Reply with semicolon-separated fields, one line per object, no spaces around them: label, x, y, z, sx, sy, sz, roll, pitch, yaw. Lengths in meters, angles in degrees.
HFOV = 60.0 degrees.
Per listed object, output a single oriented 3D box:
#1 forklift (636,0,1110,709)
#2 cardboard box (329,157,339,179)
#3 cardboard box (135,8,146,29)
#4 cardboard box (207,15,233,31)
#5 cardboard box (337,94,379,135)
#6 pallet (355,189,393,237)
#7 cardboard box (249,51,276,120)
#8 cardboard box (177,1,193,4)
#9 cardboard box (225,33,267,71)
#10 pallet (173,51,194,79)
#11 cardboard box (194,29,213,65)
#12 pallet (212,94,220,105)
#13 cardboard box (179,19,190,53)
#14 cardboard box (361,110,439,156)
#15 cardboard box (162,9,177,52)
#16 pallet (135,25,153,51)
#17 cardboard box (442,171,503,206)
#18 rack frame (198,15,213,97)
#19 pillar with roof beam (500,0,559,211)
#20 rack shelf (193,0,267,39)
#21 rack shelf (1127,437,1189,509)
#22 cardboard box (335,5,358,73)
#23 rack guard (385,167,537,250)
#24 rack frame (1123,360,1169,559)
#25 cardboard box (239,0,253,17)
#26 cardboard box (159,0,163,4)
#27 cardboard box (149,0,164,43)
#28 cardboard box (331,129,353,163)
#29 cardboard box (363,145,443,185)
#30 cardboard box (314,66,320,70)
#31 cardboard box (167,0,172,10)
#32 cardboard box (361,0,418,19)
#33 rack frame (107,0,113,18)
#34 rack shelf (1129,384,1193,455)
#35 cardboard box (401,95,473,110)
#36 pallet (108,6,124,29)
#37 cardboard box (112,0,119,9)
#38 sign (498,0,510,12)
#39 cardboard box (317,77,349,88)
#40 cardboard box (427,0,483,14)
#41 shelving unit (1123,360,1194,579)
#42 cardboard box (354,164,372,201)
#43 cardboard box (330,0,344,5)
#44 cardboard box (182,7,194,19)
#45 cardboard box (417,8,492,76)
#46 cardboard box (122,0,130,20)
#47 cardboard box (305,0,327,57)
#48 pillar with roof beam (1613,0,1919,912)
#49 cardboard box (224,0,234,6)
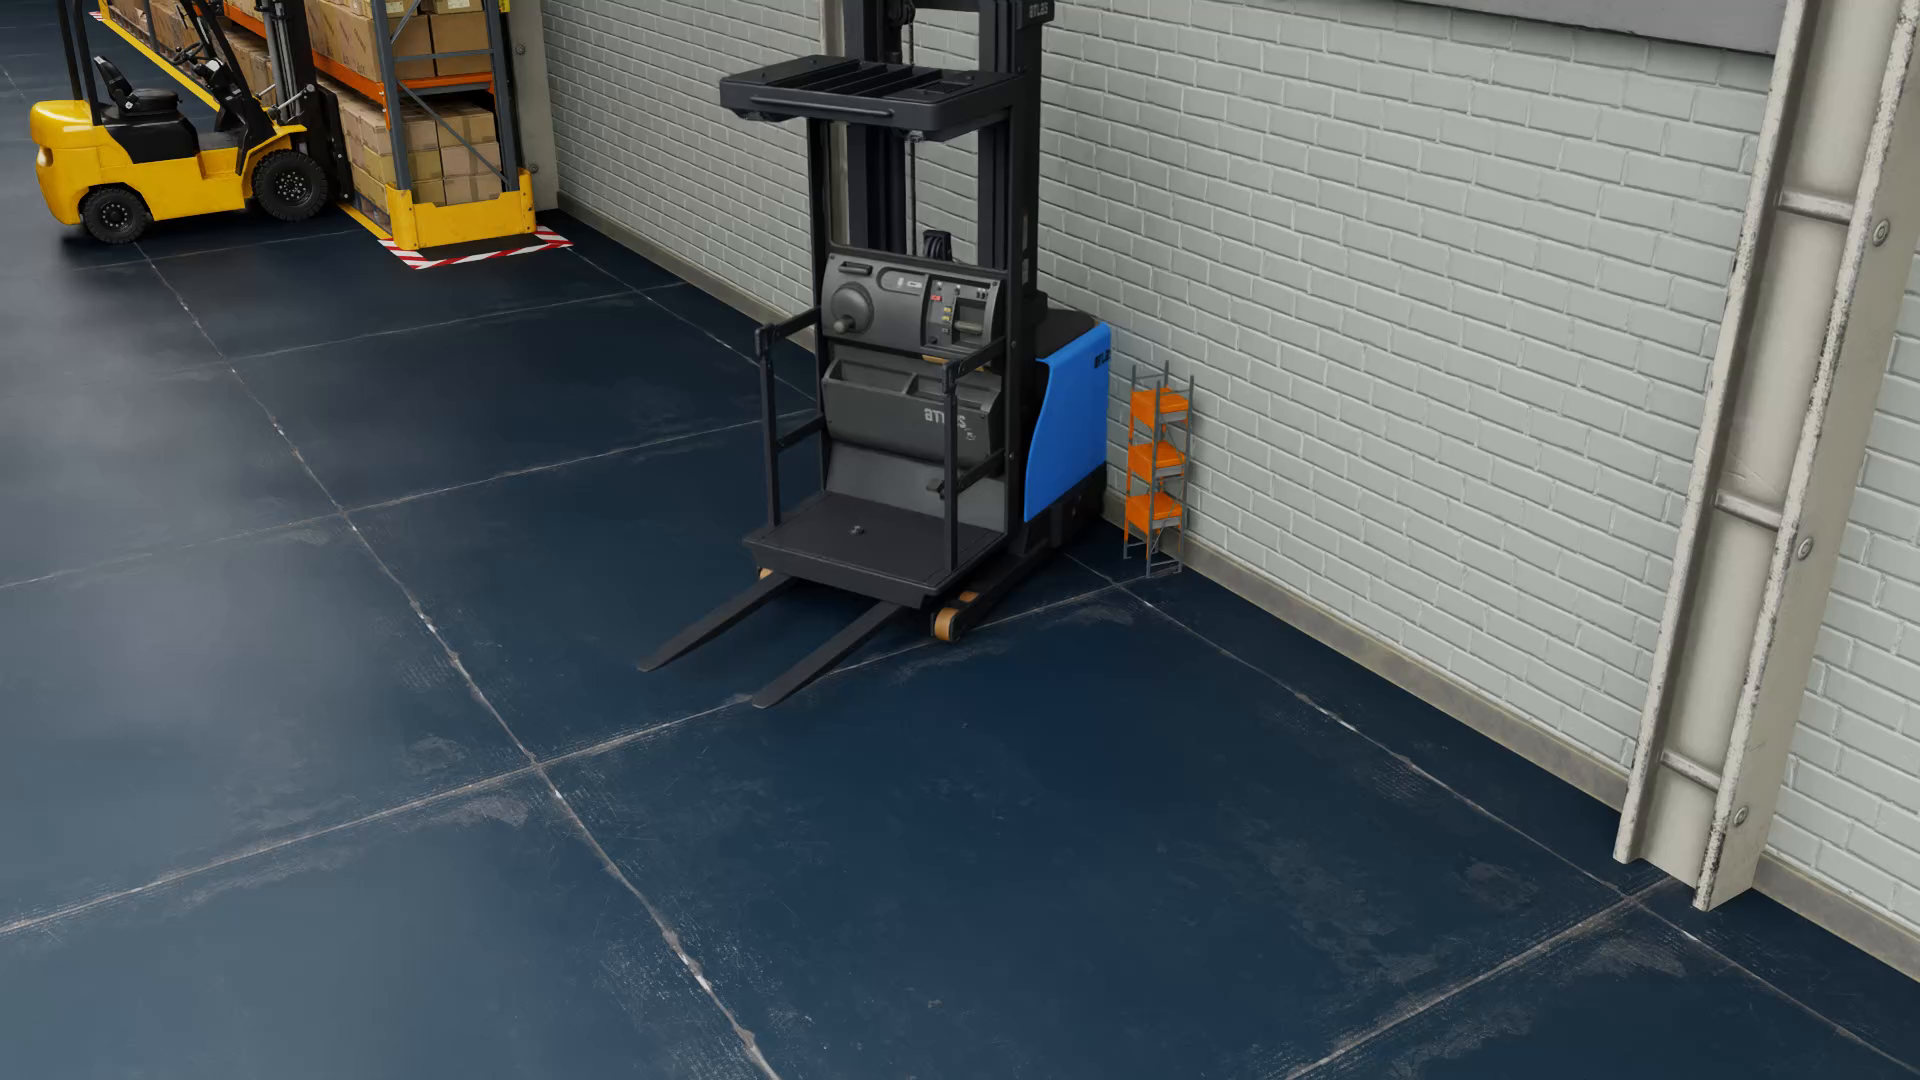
forklift;-0.340;-1.069;7.582;1.130;2.935;3.031;14;29;27
cardboard box;-5.598;-3.550;15.485;0.500;0.250;0.500;-15;29;-28
cardboard box;-11.541;-7.471;23.774;0.396;0.266;0.258;-14;29;-28
cardboard box;-9.094;-6.299;20.256;0.380;0.149;0.250;-17;30;-32
cardboard box;-5.325;-3.817;14.880;0.500;0.250;0.500;-15;29;-29
pallet;-4.698;-2.970;14.794;1.003;0.211;1.213;-16;29;-30
cardboard box;-7.140;-4.977;18.070;0.875;0.625;0.625;-16;30;-30
cardboard box;-9.886;-6.880;21.486;0.380;0.149;0.250;-15;29;-29
cardboard box;-7.920;-5.487;19.148;0.875;0.625;0.625;-14;29;-28
pallet;-9.650;-6.279;21.805;1.003;0.211;1.213;-16;29;-30
cardboard box;-9.023;-5.989;20.360;0.500;0.500;0.500;-15;29;-28
pallet;-8.196;-5.264;19.654;1.003;0.211;1.213;-16;29;-30
cardboard box;-9.576;-6.357;21.139;0.500;0.500;0.500;-14;29;-27
cardboard box;-4.758;-3.458;14.119;0.500;0.250;0.500;-14;29;-28
cardboard box;-10.153;-6.726;21.920;0.500;0.500;0.500;-17;30;-31
pallet;-11.170;-7.244;23.848;1.003;0.211;1.213;-16;29;-30
cardboard box;-4.350;-3.135;14.606;0.500;0.250;0.500;-15;29;-29
rack frame;-8.612;-6.829;19.702;1.000;3.000;0.127;-16;29;-30
pillar with roof beam;-7.477;-6.136;11.207;9.100;9.000;0.400;-16;29;-30
rack shelf;-7.521;-5.788;18.340;1.077;0.370;4.000;-16;29;-30
rack shelf;0.979;-0.335;8.255;0.215;0.259;0.240;-10;27;-21
cardboard box;-5.009;-4.315;14.260;0.500;0.500;0.500;-15;29;-28
rack guard;-4.232;-2.828;14.156;1.175;0.500;0.348;-16;29;-30
rack frame;0.932;-0.393;8.352;0.200;1.050;0.008;-10;27;-21
cardboard box;-7.202;-5.628;17.334;0.500;0.250;0.500;-16;29;-30
cardboard box;-10.607;-7.341;22.463;0.380;0.149;0.250;-16;30;-31
cardboard box;-10.721;-7.093;22.699;0.500;0.500;0.500;-14;29;-27
cardboard box;-5.337;-3.603;15.011;0.500;0.250;0.500;-16;30;-31
cardboard box;-4.773;-3.241;14.245;0.500;0.250;0.500;-16;30;-30
cardboard box;-6.428;-4.551;16.433;0.500;0.250;0.500;-16;30;-30
cardboard box;-10.191;-7.059;21.865;0.380;0.149;0.250;-16;29;-30
cardboard box;-4.669;-4.365;13.605;0.380;0.149;0.250;-15;29;-29
rack frame;-12.980;-9.690;25.763;1.000;3.000;0.127;-16;29;-30
rack shelf;0.979;-0.592;8.134;0.215;0.259;0.240;-10;27;-21
cardboard box;-4.625;-3.760;14.759;0.500;0.250;0.500;-15;29;-29
pallet;-12.502;-8.117;25.697;1.003;0.211;1.213;-16;29;-30
cardboard box;-12.725;-8.510;25.696;0.797;0.503;0.637;-17;30;-32
sign;-3.777;-4.522;13.708;0.100;0.325;0.005;-16;29;-30
cardboard box;-5.876;-4.190;15.670;0.500;0.250;0.500;-14;29;-28
cardboard box;-4.213;-4.488;13.865;0.380;0.149;0.250;-16;30;-31
shelving unit;0.979;-0.345;8.251;0.215;1.050;0.252;-10;27;-21
cardboard box;-5.030;-3.188;14.719;0.500;0.250;0.500;-16;29;-30
cardboard box;-5.235;-4.732;14.383;0.380;0.149;0.250;-17;30;-31
cardboard box;-9.619;-6.688;21.080;0.380;0.149;0.250;-16;30;-30
cardboard box;-4.283;-4.254;14.131;0.500;0.500;0.500;-14;29;-28
cardboard box;-12.086;-7.982;24.580;0.500;0.500;0.500;-15;29;-29
cardboard box;-5.573;-4.676;15.023;0.500;0.500;0.500;-15;29;-29
pillar with roof beam;-0.926;-1.844;2.115;9.100;9.000;0.400;-16;29;-30
cardboard box;-7.736;-5.996;18.113;0.500;0.250;0.500;-14;29;-28
